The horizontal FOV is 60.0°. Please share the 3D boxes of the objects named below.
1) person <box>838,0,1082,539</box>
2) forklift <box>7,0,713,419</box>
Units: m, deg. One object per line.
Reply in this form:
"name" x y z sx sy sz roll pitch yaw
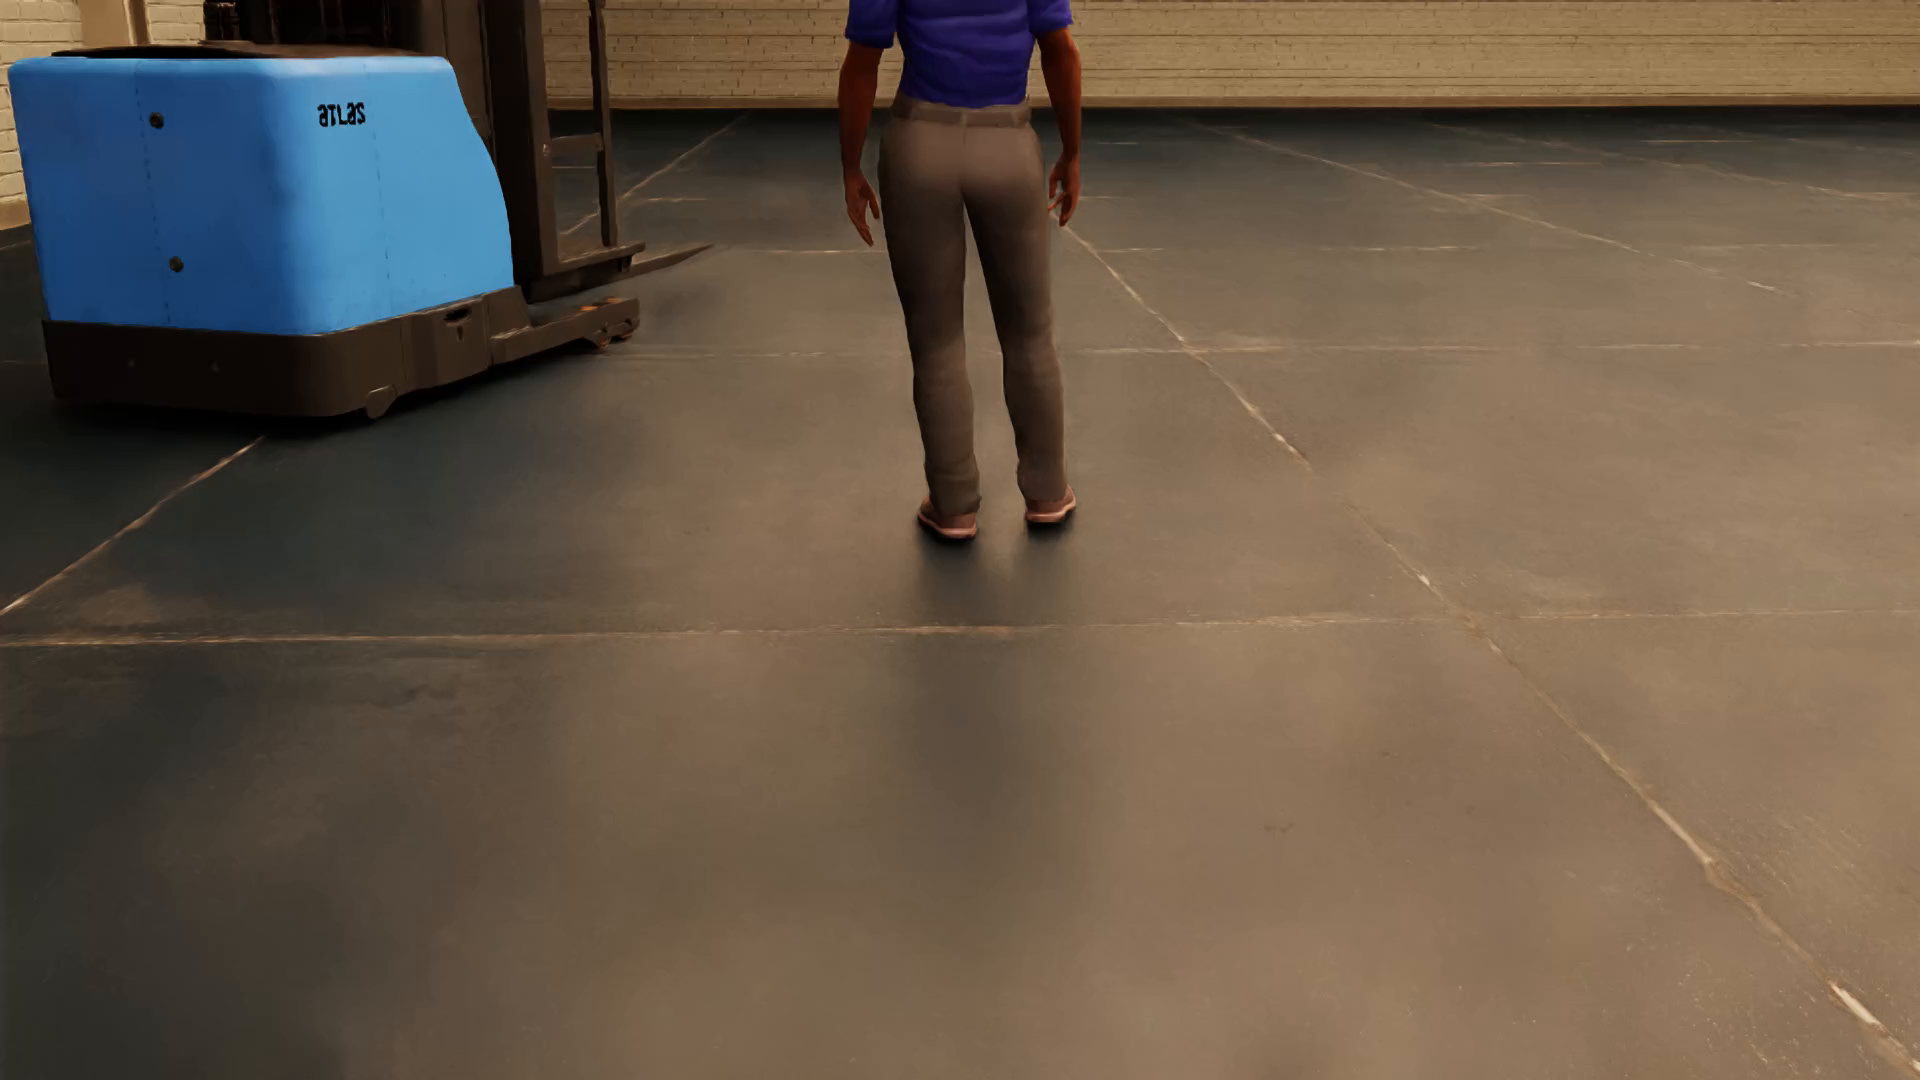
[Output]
"person" 0.015 -0.824 3.759 0.570 1.654 0.503 -1 17 -3
"forklift" -1.887 -2.149 5.933 1.130 2.935 3.031 5 18 16
